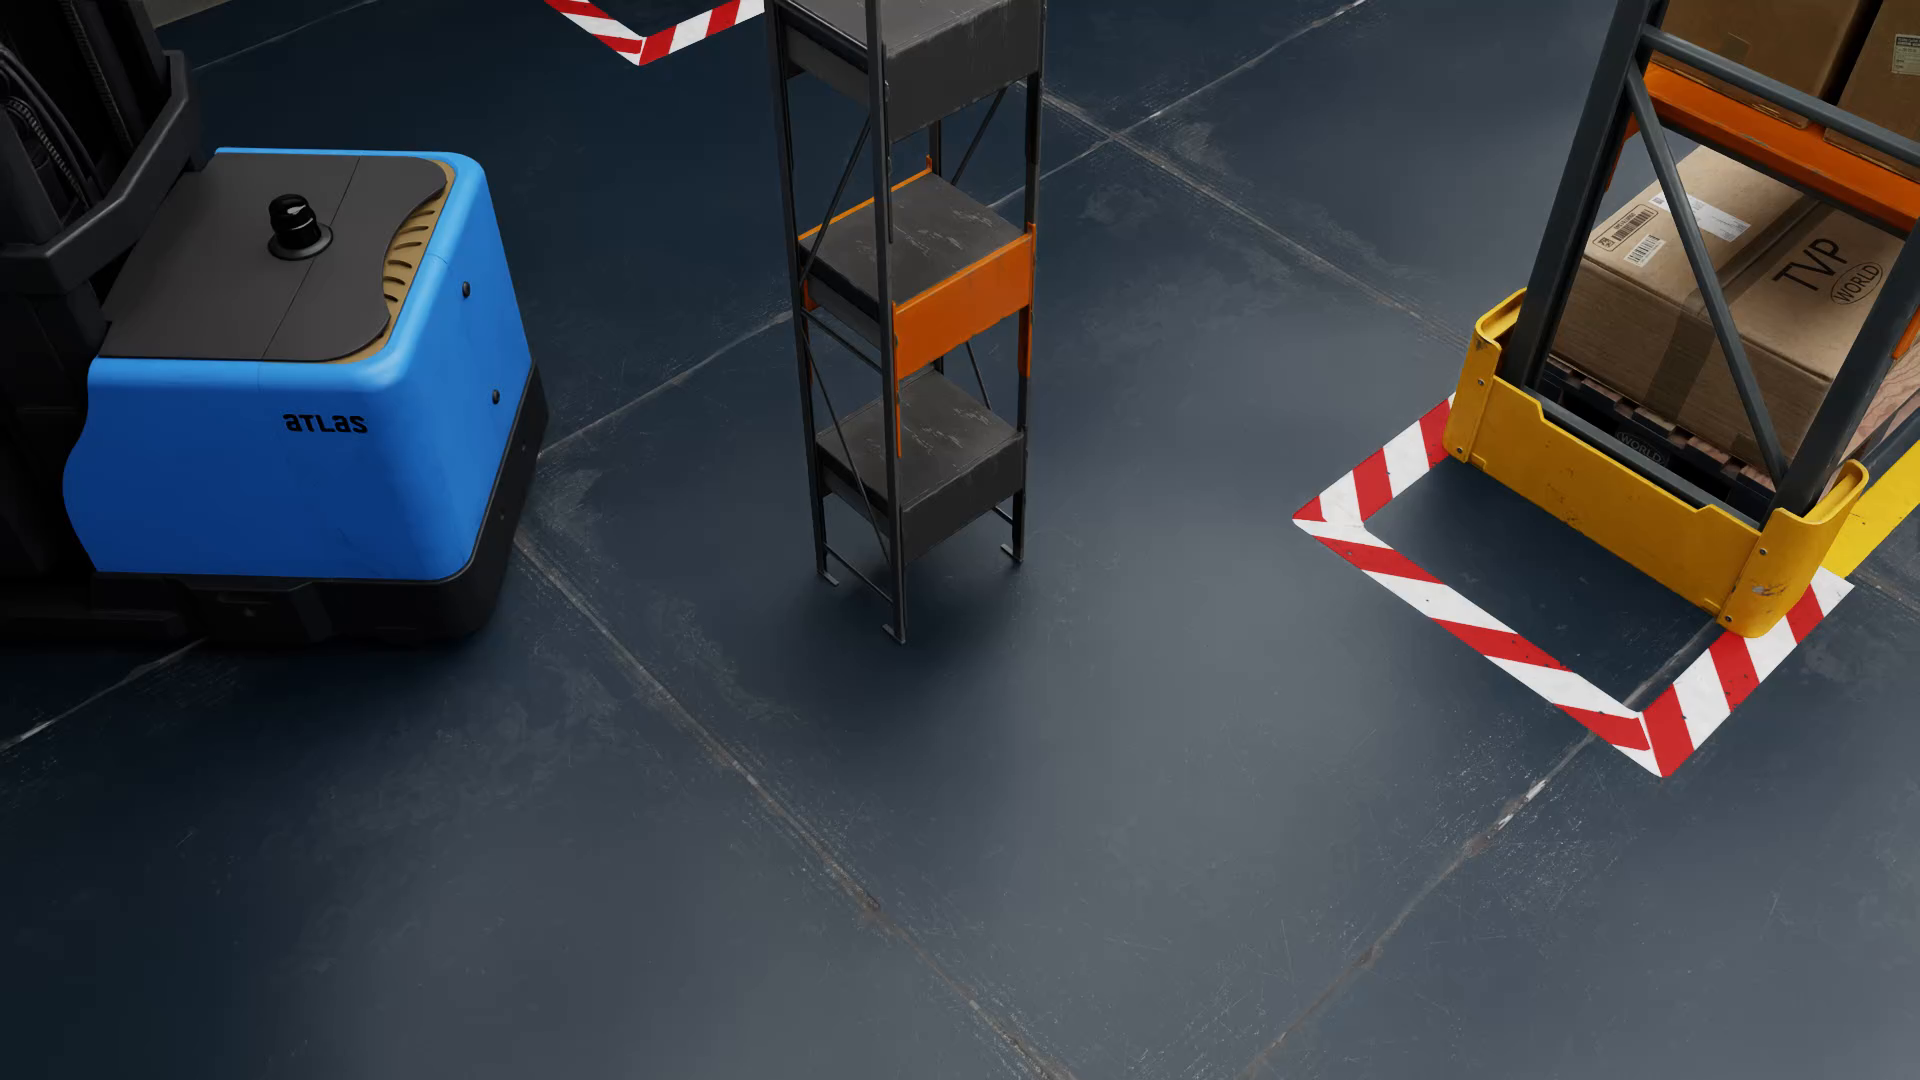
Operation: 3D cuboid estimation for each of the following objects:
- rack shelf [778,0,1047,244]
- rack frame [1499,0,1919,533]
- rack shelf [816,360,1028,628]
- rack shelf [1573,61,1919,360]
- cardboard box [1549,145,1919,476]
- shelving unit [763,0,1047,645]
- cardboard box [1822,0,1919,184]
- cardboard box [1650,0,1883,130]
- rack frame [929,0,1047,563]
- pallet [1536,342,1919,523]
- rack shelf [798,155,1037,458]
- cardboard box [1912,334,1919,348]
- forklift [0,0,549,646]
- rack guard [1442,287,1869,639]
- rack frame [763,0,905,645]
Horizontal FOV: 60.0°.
[{"bbox_3d":[-0.122,-1.096,3.898,0.480,0.518,0.431,-34,56,-27],"label":"rack shelf"},{"bbox_3d":[2.118,-1.117,4.240,0.127,3.000,1.000,-34,56,-27],"label":"rack frame"},{"bbox_3d":[-0.122,-0.146,4.927,0.480,0.518,0.431,-34,56,-27],"label":"rack shelf"},{"bbox_3d":[3.597,-1.862,5.417,4.000,0.370,1.077,-34,56,-27],"label":"rack shelf"},{"bbox_3d":[2.539,-0.771,5.378,0.875,0.438,0.875,-36,57,-28],"label":"cardboard box"},{"bbox_3d":[-0.122,-0.630,4.403,0.503,2.100,0.431,-34,56,-27],"label":"shelving unit"},{"bbox_3d":[2.666,-1.232,4.278,0.500,0.500,0.500,-34,56,-27],"label":"cardboard box"},{"bbox_3d":[2.296,-1.533,4.556,0.500,0.500,0.500,-33,56,-27],"label":"cardboard box"},{"bbox_3d":[0.058,-0.751,4.514,0.015,2.100,0.400,-34,56,-27],"label":"rack frame"},{"bbox_3d":[2.656,-0.609,5.669,1.213,0.211,1.003,-34,56,-27],"label":"pallet"},{"bbox_3d":[-0.122,-0.621,4.413,0.480,0.518,0.431,-34,56,-27],"label":"rack shelf"},{"bbox_3d":[3.210,-1.228,5.800,0.875,0.438,0.875,-32,55,-26],"label":"cardboard box"},{"bbox_3d":[-2.895,-1.080,4.252,3.031,2.935,1.130,2,47,1],"label":"forklift"},{"bbox_3d":[2.100,-0.258,5.147,0.348,0.500,1.175,-34,56,-27],"label":"rack guard"},{"bbox_3d":[-0.303,-0.510,4.292,0.015,2.100,0.400,-34,56,-27],"label":"rack frame"}]
